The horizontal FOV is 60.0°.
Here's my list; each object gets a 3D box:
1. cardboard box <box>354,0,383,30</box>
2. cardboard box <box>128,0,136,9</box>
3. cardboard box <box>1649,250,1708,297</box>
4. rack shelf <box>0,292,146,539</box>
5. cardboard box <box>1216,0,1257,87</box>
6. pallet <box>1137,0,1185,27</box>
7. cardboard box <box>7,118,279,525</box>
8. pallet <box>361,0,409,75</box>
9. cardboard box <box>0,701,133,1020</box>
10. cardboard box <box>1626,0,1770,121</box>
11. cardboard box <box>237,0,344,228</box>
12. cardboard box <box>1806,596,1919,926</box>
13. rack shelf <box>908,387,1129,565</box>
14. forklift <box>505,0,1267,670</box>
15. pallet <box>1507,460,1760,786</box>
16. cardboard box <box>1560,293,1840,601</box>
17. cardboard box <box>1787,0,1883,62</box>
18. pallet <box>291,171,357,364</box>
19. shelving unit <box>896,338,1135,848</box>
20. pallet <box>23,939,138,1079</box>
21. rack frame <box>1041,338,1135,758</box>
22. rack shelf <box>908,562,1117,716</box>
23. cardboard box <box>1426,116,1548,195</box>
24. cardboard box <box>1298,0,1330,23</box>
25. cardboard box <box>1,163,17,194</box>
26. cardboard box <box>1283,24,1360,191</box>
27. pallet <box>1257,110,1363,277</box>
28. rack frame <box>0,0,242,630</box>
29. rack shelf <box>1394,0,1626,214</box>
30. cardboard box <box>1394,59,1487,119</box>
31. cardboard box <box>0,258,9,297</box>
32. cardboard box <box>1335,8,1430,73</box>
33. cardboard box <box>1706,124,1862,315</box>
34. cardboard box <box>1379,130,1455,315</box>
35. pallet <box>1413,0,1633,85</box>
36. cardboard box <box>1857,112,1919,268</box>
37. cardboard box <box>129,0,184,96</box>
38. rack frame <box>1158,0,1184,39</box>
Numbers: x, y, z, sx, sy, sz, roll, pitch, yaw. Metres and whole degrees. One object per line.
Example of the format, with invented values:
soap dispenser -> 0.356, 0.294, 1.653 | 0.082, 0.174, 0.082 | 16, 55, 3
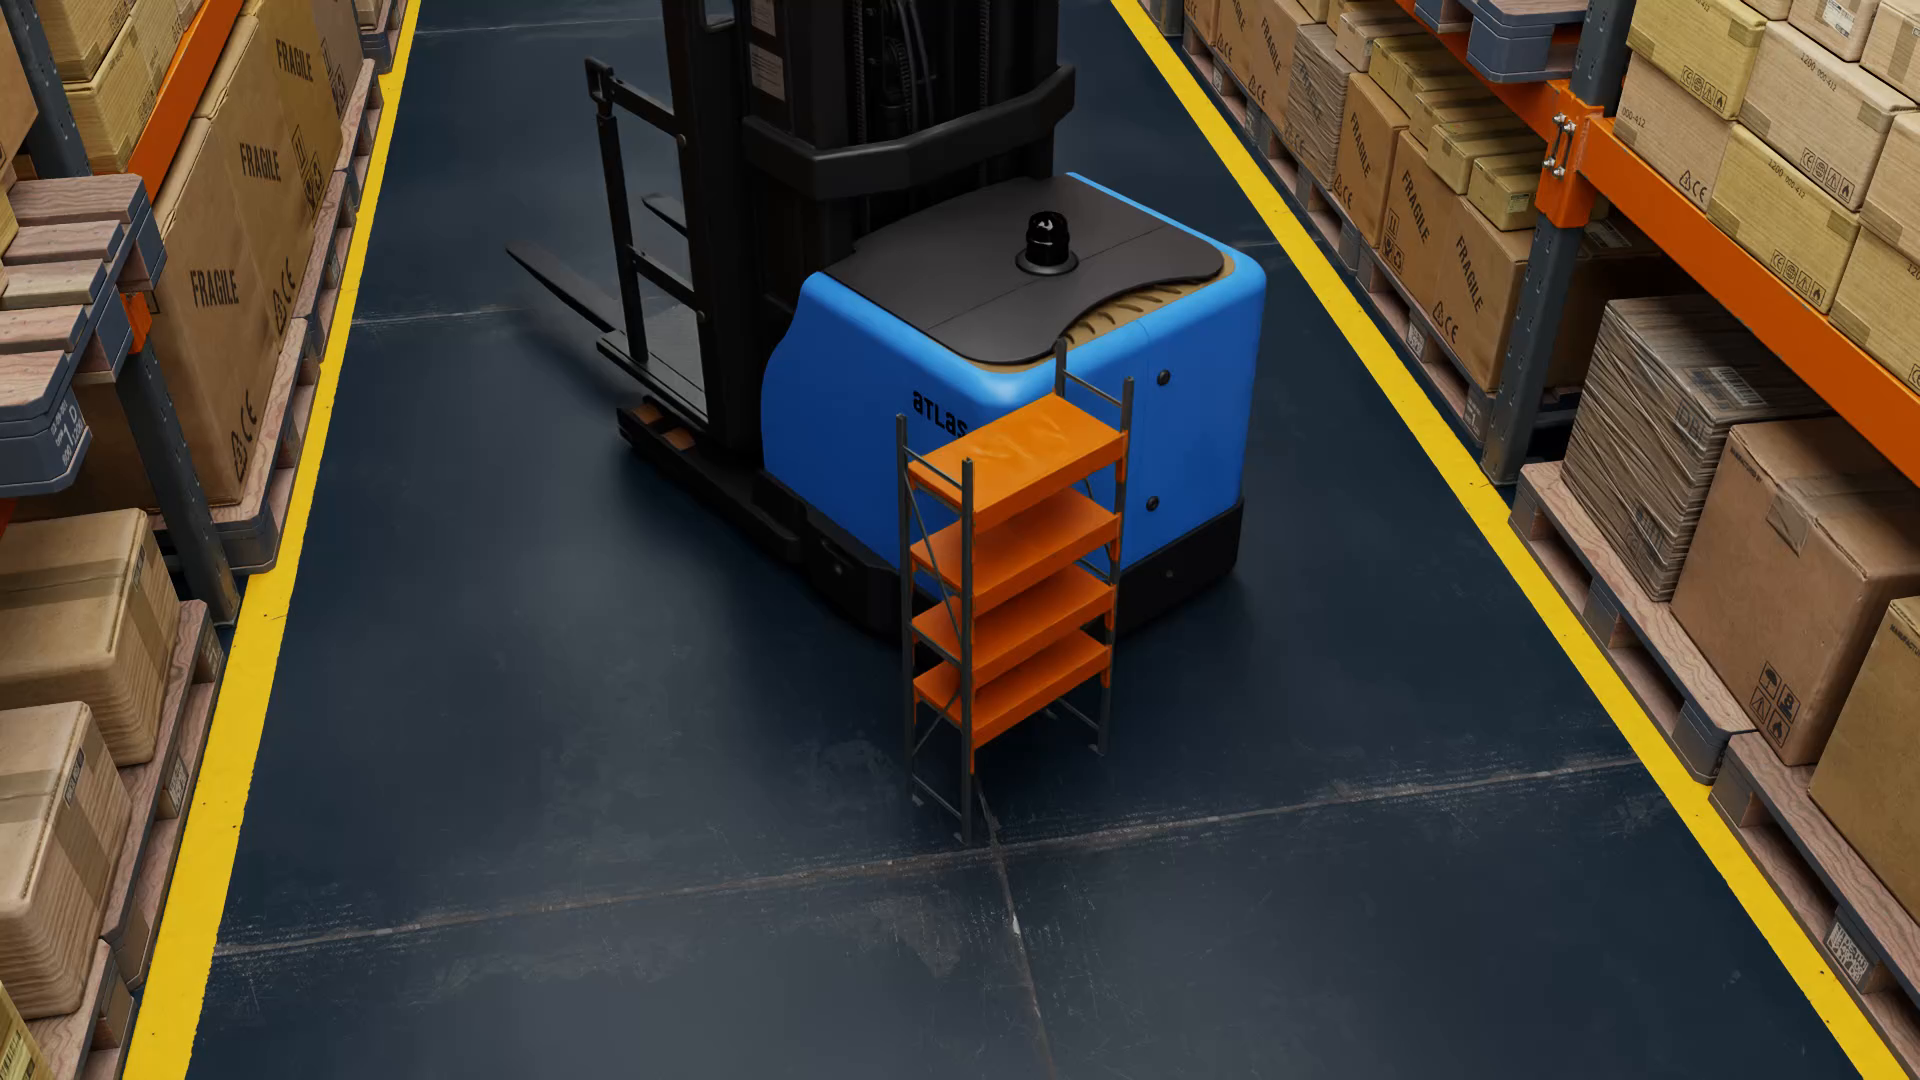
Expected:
cardboard box -> -3.353, -2.871, 8.246 | 0.875, 0.438, 0.875 | -7, 38, -9
cardboard box -> -2.582, -1.693, 4.699 | 0.500, 0.250, 0.500 | -5, 38, -7
cardboard box -> 2.441, -0.909, 5.671 | 0.500, 0.500, 0.500 | -5, 38, -6
rack shelf -> -2.296, 0.582, 2.642 | 1.077, 0.370, 4.000 | -6, 38, -8
cardboard box -> 1.504, -2.404, 7.594 | 0.500, 0.500, 0.500 | -7, 38, -9
pallet -> 1.418, -3.176, 9.166 | 1.003, 0.211, 1.213 | -6, 38, -8
cardboard box -> -2.686, -0.663, 5.048 | 0.875, 0.875, 0.875 | -7, 38, -8
pallet -> -3.405, -2.692, 8.543 | 1.003, 0.211, 1.213 | -6, 38, -8
cardboard box -> -2.420, 0.749, 3.640 | 0.950, 0.372, 0.625 | -7, 38, -9
cardboard box -> 2.052, -1.287, 4.177 | 0.500, 0.250, 0.500 | -6, 38, -8
cardboard box -> -2.995, -1.742, 6.437 | 0.875, 0.875, 0.875 | -5, 38, -7
cardboard box -> 2.576, 0.505, 3.749 | 0.875, 0.625, 0.625 | -8, 39, -10
rack shelf -> 0.128, -0.155, 3.831 | 0.480, 0.148, 0.258 | -28, 46, -31
forklift -> -0.498, -1.541, 4.844 | 1.130, 2.935, 3.031 | -28, 46, -31
pallet -> 2.345, 0.157, 4.876 | 1.003, 0.211, 1.213 | -6, 38, -8
cardboard box -> 2.335, -0.296, 4.779 | 0.875, 0.625, 0.625 | -5, 38, -7
cardboard box -> 2.123, -1.204, 3.744 | 0.380, 0.149, 0.250 | -5, 38, -7
pallet -> -2.922, -1.028, 6.401 | 1.003, 0.211, 1.213 | -6, 38, -8
shelving unit -> 0.128, 0.155, 4.073 | 0.503, 1.200, 0.258 | -28, 46, -31
pallet -> -2.301, 1.399, 3.277 | 1.003, 0.211, 1.213 | -6, 38, -8
rack frame -> 0.311, 0.056, 4.199 | 0.015, 1.200, 0.240 | -28, 46, -31
rack shelf -> 0.128, 0.208, 4.114 | 0.480, 0.148, 0.258 | -28, 46, -31
cardboard box -> 1.825, -1.313, 5.662 | 0.380, 0.149, 0.250 | -8, 39, -10
cardboard box -> 1.629, -2.270, 6.893 | 0.380, 0.149, 0.250 | -5, 38, -6
cardboard box -> -2.358, -0.804, 3.702 | 0.380, 0.149, 0.250 | -5, 38, -6
cardboard box -> 1.672, -1.788, 6.802 | 0.500, 0.500, 0.500 | -8, 38, -10
pallet -> 1.935, -1.535, 7.054 | 1.003, 0.211, 1.213 | -6, 38, -8
rack frame -> -2.647, -0.910, 3.976 | 1.000, 3.000, 0.127 | -6, 38, -8
rack shelf -> 1.889, -2.370, 6.442 | 1.077, 0.370, 4.000 | -6, 38, -8
cardboard box -> 1.821, -1.642, 6.084 | 0.380, 0.149, 0.250 | -5, 38, -7
cardboard box -> -2.151, -0.502, 3.314 | 0.380, 0.149, 0.250 | -7, 38, -8
cardboard box -> 1.698, -1.956, 6.489 | 0.380, 0.149, 0.250 | -8, 39, -10
cardboard box -> 2.160, -0.788, 3.942 | 0.500, 0.250, 0.500 | -7, 38, -9
cardboard box -> 1.876, -1.160, 5.994 | 0.500, 0.500, 0.500 | -7, 38, -9
pallet -> 2.051, -1.772, 5.242 | 1.213, 0.211, 1.003 | -6, 38, -8
cardboard box -> 2.237, -0.669, 3.381 | 0.500, 0.250, 0.500 | -7, 38, -9
cardboard box -> -2.592, -1.481, 4.834 | 0.500, 0.250, 0.500 | -7, 38, -9
rack frame -> 1.538, -3.862, 7.776 | 1.000, 3.000, 0.127 | -6, 38, -8
